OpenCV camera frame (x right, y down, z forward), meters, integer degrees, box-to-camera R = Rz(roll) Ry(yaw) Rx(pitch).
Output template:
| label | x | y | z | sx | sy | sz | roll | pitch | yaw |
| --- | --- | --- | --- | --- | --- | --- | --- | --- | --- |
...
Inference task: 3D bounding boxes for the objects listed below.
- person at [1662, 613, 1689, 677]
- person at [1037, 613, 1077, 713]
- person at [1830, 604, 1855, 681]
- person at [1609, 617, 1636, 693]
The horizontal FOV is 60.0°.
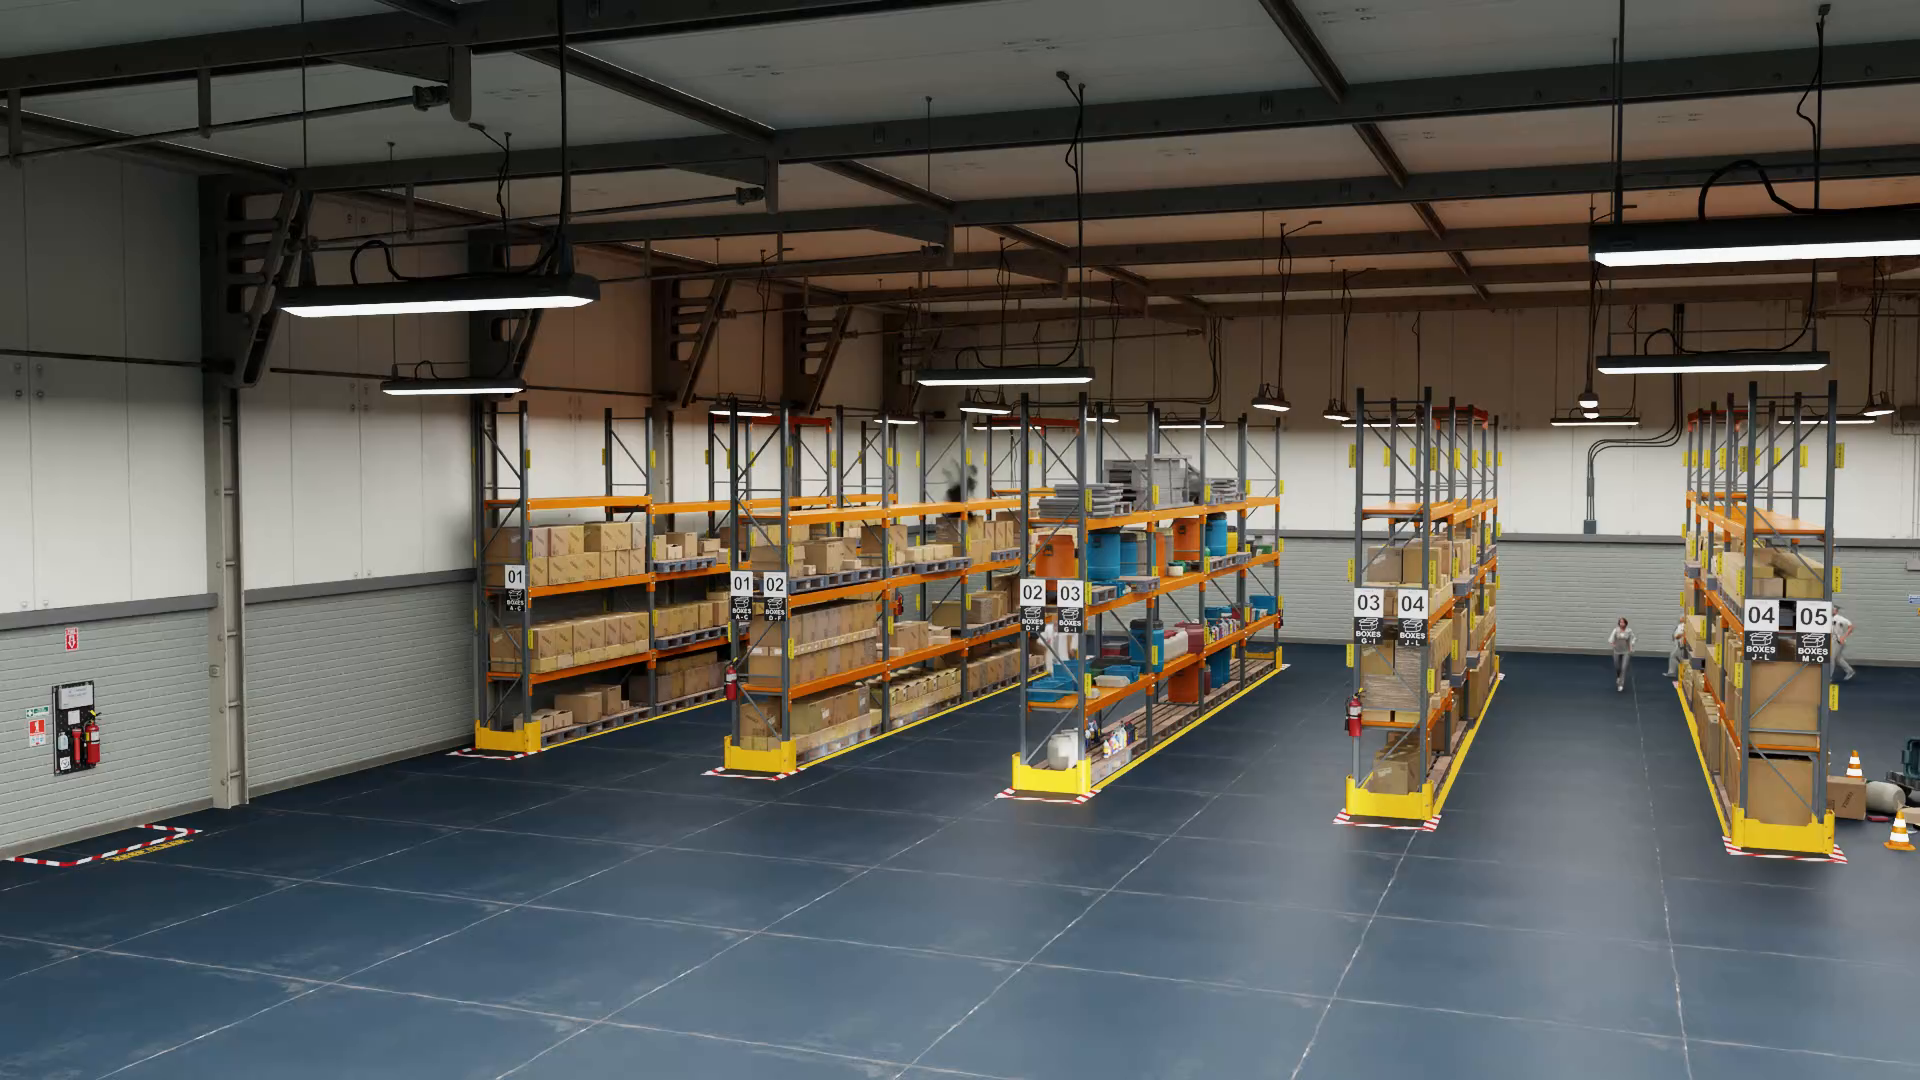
| label | x | y | z | sx | sy | sz | roll | pitch | yaw |
| --- | --- | --- | --- | --- | --- | --- | --- | --- | --- |
| person | 16.420 | 2.399 | 37.752 | 1.013 | 1.516 | 0.722 | 2 | 3 | 35 |
| person | 1.823 | 2.283 | 31.468 | 0.705 | 1.868 | 0.852 | 1 | 3 | 18 |
| person | 19.582 | 2.315 | 37.129 | 0.937 | 1.799 | 0.634 | 0 | 3 | 0 |
| person | 14.278 | 2.458 | 35.873 | 0.544 | 1.583 | 0.860 | 1 | 3 | 25 |
